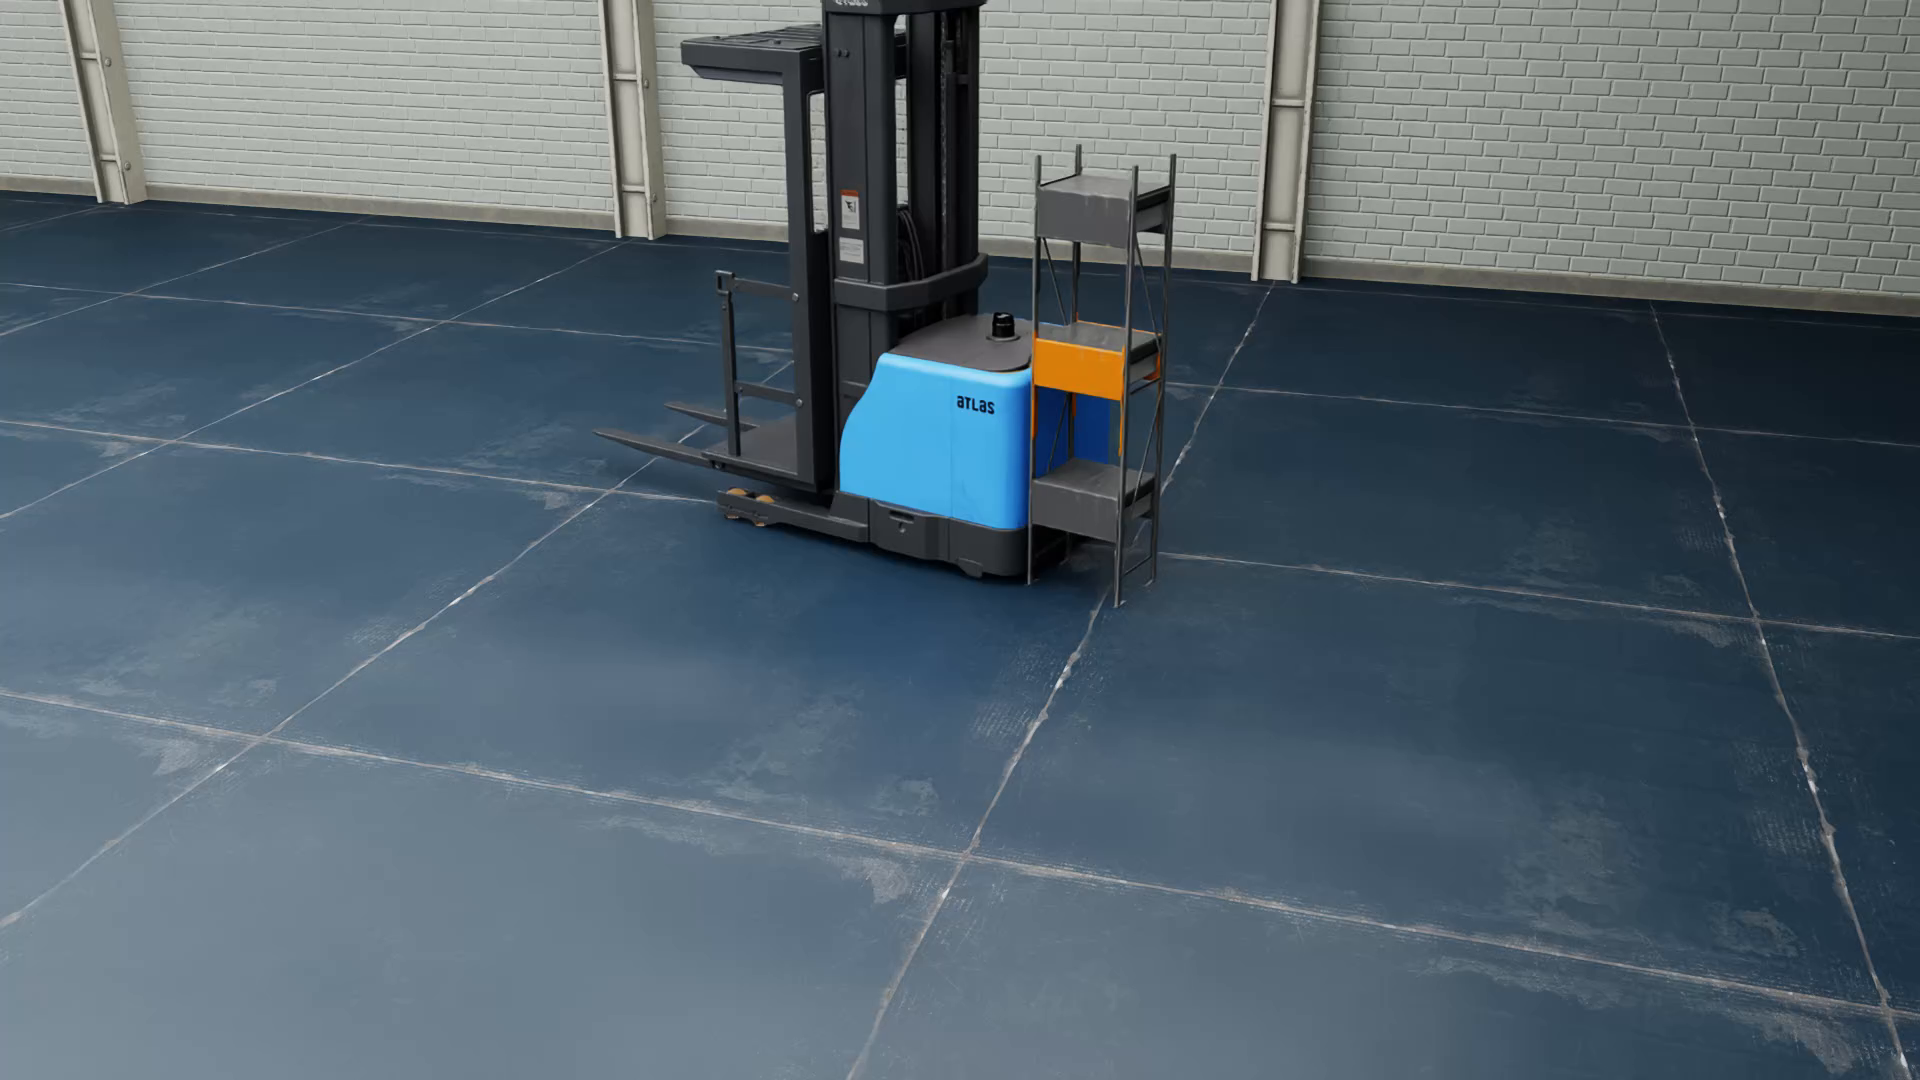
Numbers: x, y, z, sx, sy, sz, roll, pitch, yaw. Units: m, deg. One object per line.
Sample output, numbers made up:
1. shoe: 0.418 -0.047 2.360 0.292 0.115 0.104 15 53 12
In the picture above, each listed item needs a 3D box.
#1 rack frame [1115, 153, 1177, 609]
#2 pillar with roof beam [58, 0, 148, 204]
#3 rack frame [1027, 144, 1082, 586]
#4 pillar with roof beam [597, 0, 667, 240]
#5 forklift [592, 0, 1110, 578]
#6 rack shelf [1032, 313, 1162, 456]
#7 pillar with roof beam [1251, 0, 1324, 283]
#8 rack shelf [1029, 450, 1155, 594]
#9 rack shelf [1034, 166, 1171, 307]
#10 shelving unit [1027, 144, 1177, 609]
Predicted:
1. rack frame: 0.857 -0.704 7.720 0.015 2.100 0.400 14 26 31
2. pillar with roof beam: -10.020 -6.162 11.934 0.400 9.000 9.100 7 23 16
3. rack frame: 0.450 -0.806 7.968 0.015 2.100 0.400 14 26 31
4. pillar with roof beam: -4.276 -5.504 10.331 0.400 9.000 9.100 7 23 16
5. forklift: -0.715 -1.579 8.758 3.031 2.935 1.130 14 26 31
6. rack shelf: 0.653 -0.743 7.849 0.480 0.518 0.431 14 26 31
7. pillar with roof beam: 1.468 -4.846 8.727 0.400 9.000 9.100 7 23 16
8. rack shelf: 0.653 -0.095 8.115 0.480 0.518 0.431 14 26 31
9. rack shelf: 0.654 -1.390 7.584 0.480 0.518 0.431 14 26 31
10. shelving unit: 0.653 -0.755 7.844 0.503 2.100 0.431 14 26 31
